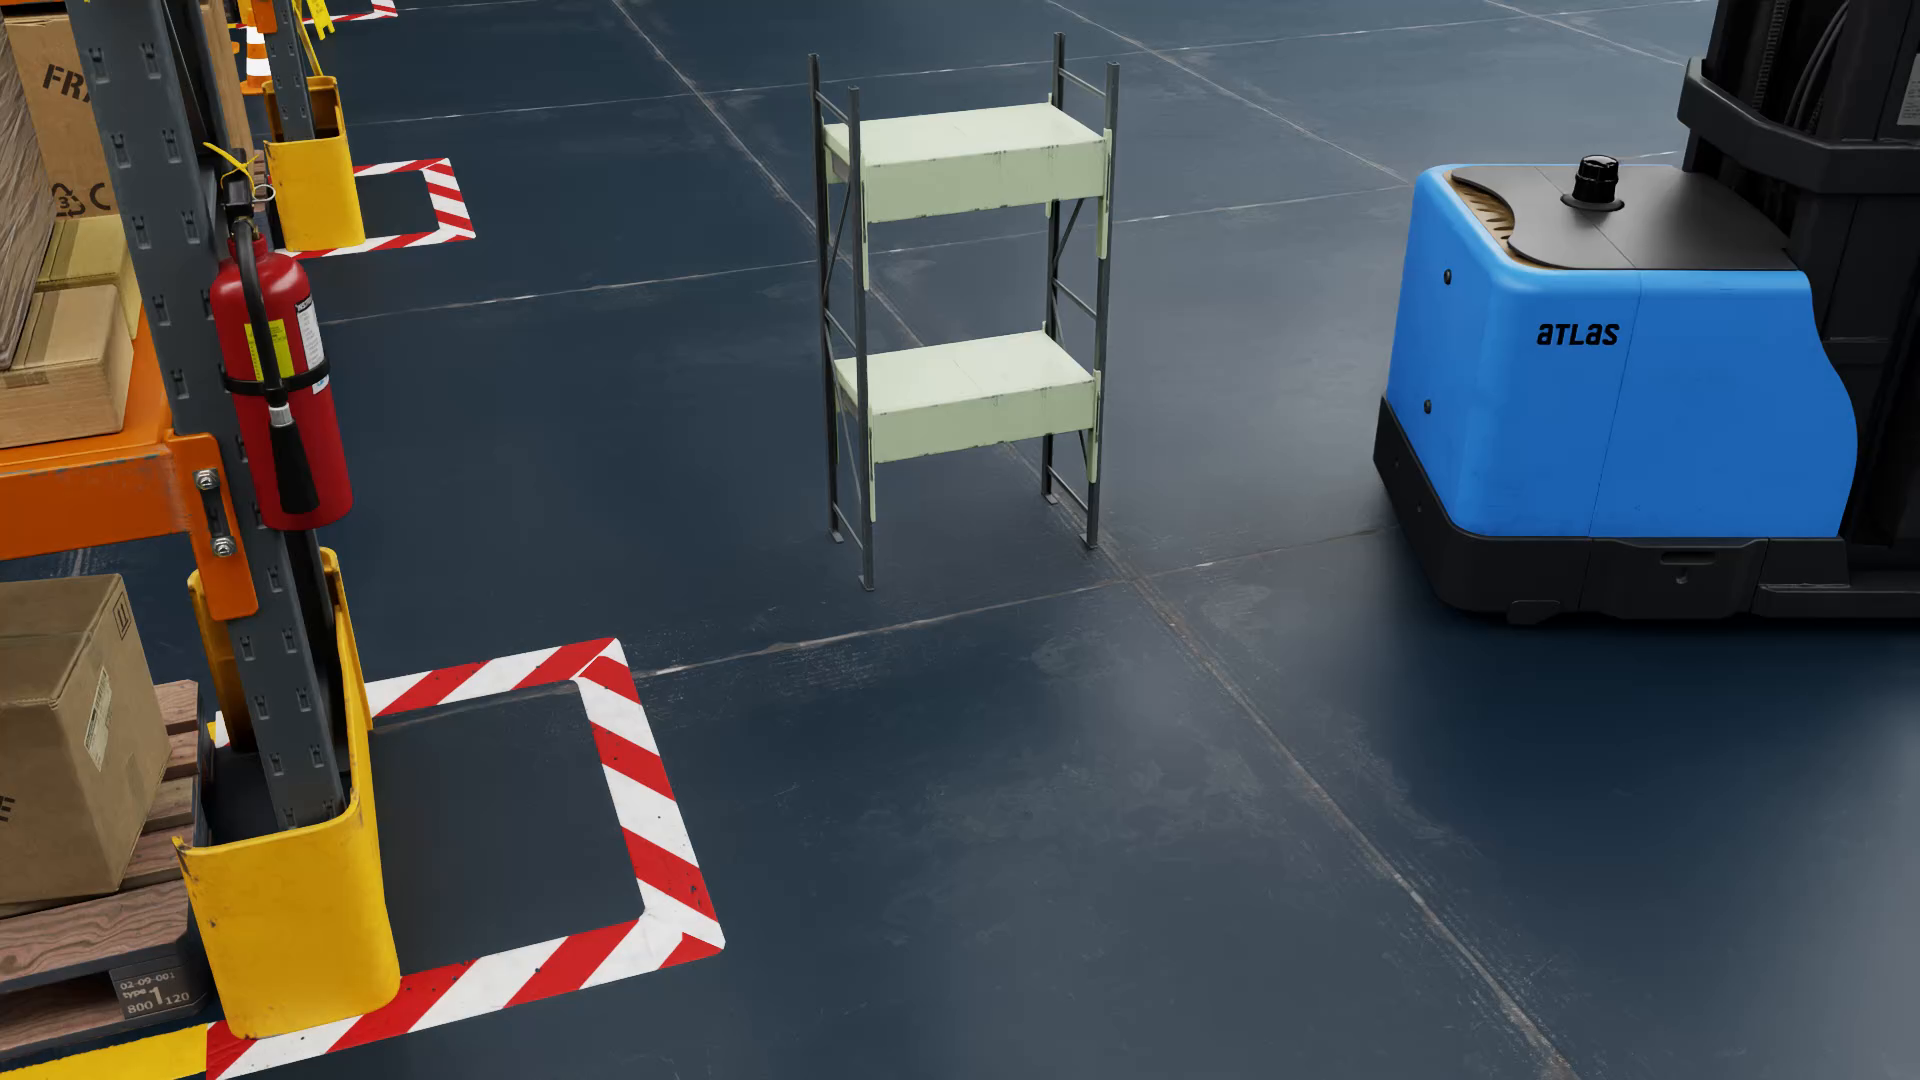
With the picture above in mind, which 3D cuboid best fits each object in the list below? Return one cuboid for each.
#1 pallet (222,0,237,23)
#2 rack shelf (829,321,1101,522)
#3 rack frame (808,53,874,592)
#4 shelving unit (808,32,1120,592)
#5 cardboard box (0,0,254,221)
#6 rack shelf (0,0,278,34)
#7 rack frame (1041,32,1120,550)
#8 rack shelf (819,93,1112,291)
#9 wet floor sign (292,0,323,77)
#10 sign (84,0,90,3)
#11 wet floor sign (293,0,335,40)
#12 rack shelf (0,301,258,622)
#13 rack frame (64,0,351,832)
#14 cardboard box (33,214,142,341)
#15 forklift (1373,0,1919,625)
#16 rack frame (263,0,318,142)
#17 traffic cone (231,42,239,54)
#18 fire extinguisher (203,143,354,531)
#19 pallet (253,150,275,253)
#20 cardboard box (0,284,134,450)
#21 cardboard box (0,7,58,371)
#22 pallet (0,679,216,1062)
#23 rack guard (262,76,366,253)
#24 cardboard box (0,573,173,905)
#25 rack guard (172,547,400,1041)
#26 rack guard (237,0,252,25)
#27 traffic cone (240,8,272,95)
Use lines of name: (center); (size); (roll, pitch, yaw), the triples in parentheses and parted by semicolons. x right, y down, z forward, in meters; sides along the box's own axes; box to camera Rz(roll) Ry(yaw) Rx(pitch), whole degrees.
pallet: (-5.776, -3.823, 11.747); (1.213, 0.211, 1.003); (-10, 31, -18)
rack shelf: (0.006, -0.370, 5.042); (0.720, 0.370, 0.431); (-10, 31, -18)
rack frame: (-0.337, -0.590, 4.770); (0.023, 1.500, 0.400); (-10, 31, -18)
shelving unit: (0.006, -0.653, 4.881); (0.755, 1.500, 0.431); (-10, 31, -18)
cardboard box: (-3.723, -2.004, 7.460); (0.875, 0.875, 0.875); (-10, 31, -17)
rack shelf: (-4.985, -2.235, 6.869); (4.000, 0.370, 1.077); (-10, 31, -18)
rack frame: (0.349, -0.716, 4.992); (0.023, 1.500, 0.400); (-10, 31, -18)
rack shelf: (0.006, -0.992, 4.688); (0.720, 0.370, 0.431); (-10, 31, -18)
wet floor sign: (-3.774, -2.793, 9.501); (0.232, 0.644, 0.267); (-16, 33, -26)
sign: (-1.301, -0.953, 2.404); (0.005, 0.325, 0.100); (-10, 31, -18)
wet floor sign: (-4.380, -3.685, 11.066); (0.232, 0.644, 0.267); (0, 30, 0)
rack shelf: (-3.350, 0.084, 2.799); (4.000, 0.370, 1.077); (-10, 31, -18)
rack frame: (-1.476, -0.574, 3.227); (0.127, 3.000, 1.000); (-10, 31, -18)
cardboard box: (-1.826, -0.526, 3.397); (0.250, 0.149, 0.380); (-10, 31, -18)
forklift: (2.897, -1.263, 4.505); (3.031, 2.935, 1.130); (0, 30, 0)
rack frame: (-3.110, -2.893, 7.297); (0.127, 3.000, 1.000); (-10, 31, -18)
traffic cone: (-4.884, -3.397, 10.745); (0.334, 0.463, 0.336); (-10, 31, -18)
fire extinguisher: (-1.208, -0.346, 2.906); (0.183, 0.674, 0.296); (-10, 31, -18)
pallet: (-3.832, -1.507, 7.681); (1.213, 0.211, 1.003); (-10, 31, -18)
cardboard box: (-1.671, -0.320, 3.035); (0.250, 0.149, 0.380); (-10, 31, -18)
cardboard box: (-2.001, -0.664, 2.984); (0.500, 0.500, 0.875); (-10, 31, -18)
pallet: (-2.320, 0.775, 3.677); (1.213, 0.211, 1.003); (-10, 31, -18)
rack guard: (-3.088, -1.811, 7.923); (0.348, 0.500, 1.175); (-10, 31, -18)
cardboard box: (-2.067, 0.430, 3.566); (0.500, 0.500, 0.500); (-5, 30, -8)
rack guard: (-1.547, 0.525, 3.823); (0.348, 0.500, 1.175); (-10, 31, -18)
rack guard: (-5.002, -4.072, 11.893); (0.348, 0.500, 1.175); (-10, 31, -18)
traffic cone: (-4.179, -2.940, 9.944); (0.334, 0.463, 0.336); (-10, 31, -18)
